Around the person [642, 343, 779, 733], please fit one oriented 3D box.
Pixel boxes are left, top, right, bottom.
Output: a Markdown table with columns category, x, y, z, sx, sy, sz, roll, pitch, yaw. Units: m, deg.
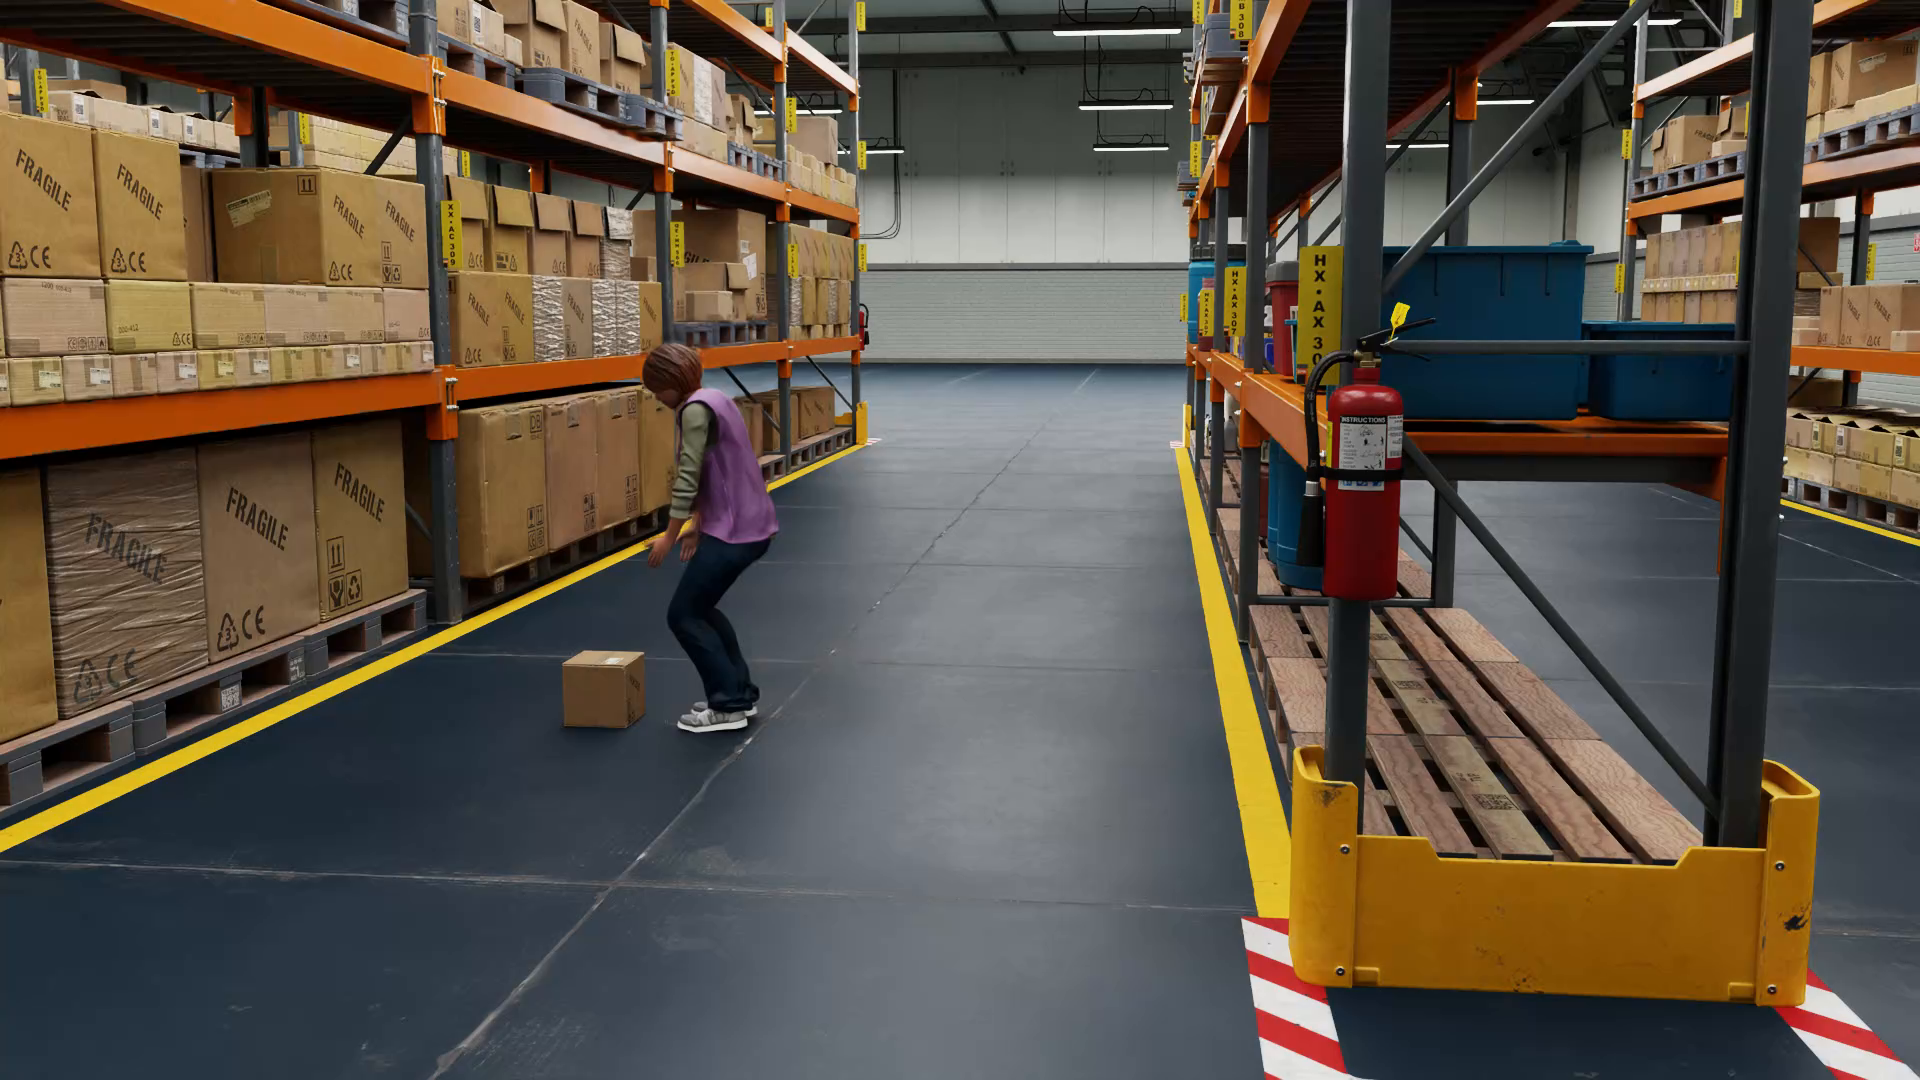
| category | x | y | z | sx | sy | sz | roll | pitch | yaw |
| --- | --- | --- | --- | --- | --- | --- | --- | --- | --- |
| person | -0.953 | 0.000 | 6.359 | 0.497 | 1.466 | 0.447 | 1 | 8 | 7 |
